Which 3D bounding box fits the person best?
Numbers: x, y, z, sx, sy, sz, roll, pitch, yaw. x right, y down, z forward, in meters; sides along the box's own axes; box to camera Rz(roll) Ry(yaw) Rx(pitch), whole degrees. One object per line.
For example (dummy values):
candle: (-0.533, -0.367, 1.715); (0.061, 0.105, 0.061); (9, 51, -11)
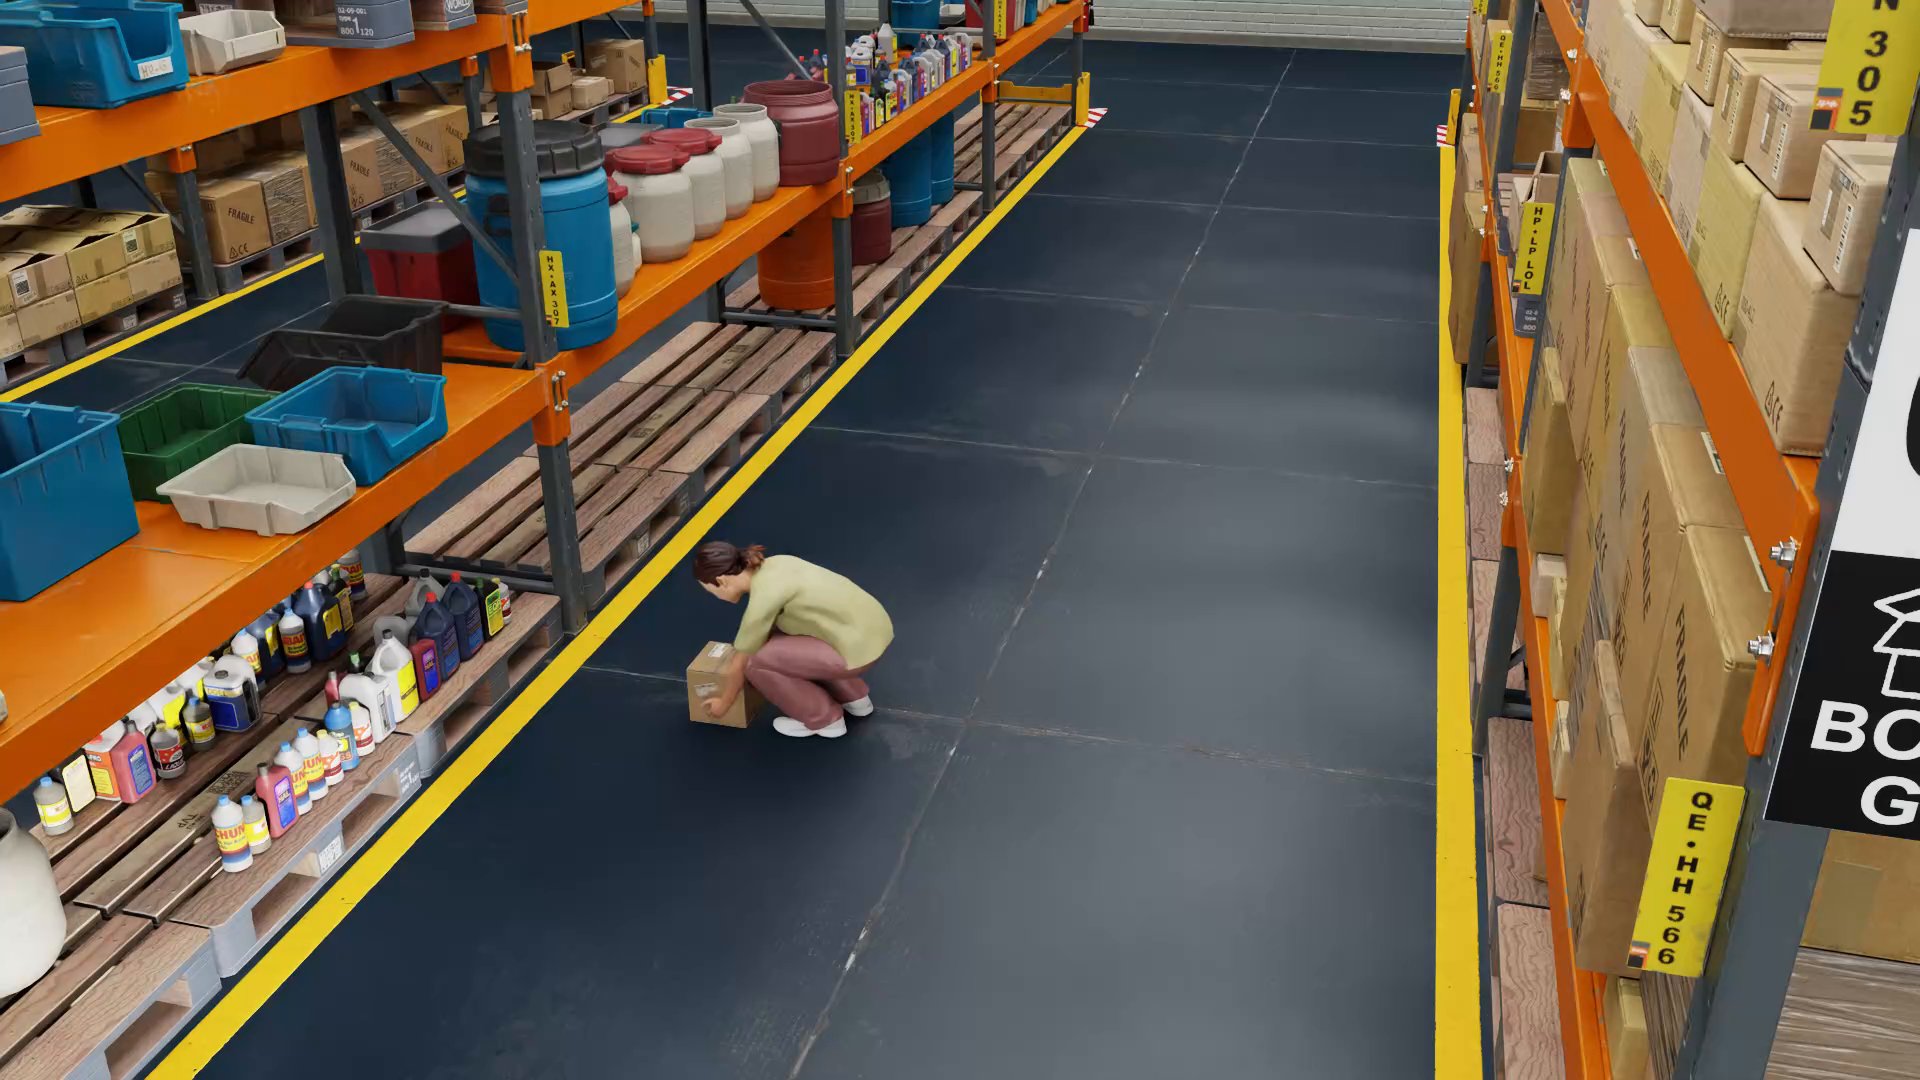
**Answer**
person: (-0.677, 0.389, 6.806); (0.801, 0.810, 0.485); (6, 26, 13)
